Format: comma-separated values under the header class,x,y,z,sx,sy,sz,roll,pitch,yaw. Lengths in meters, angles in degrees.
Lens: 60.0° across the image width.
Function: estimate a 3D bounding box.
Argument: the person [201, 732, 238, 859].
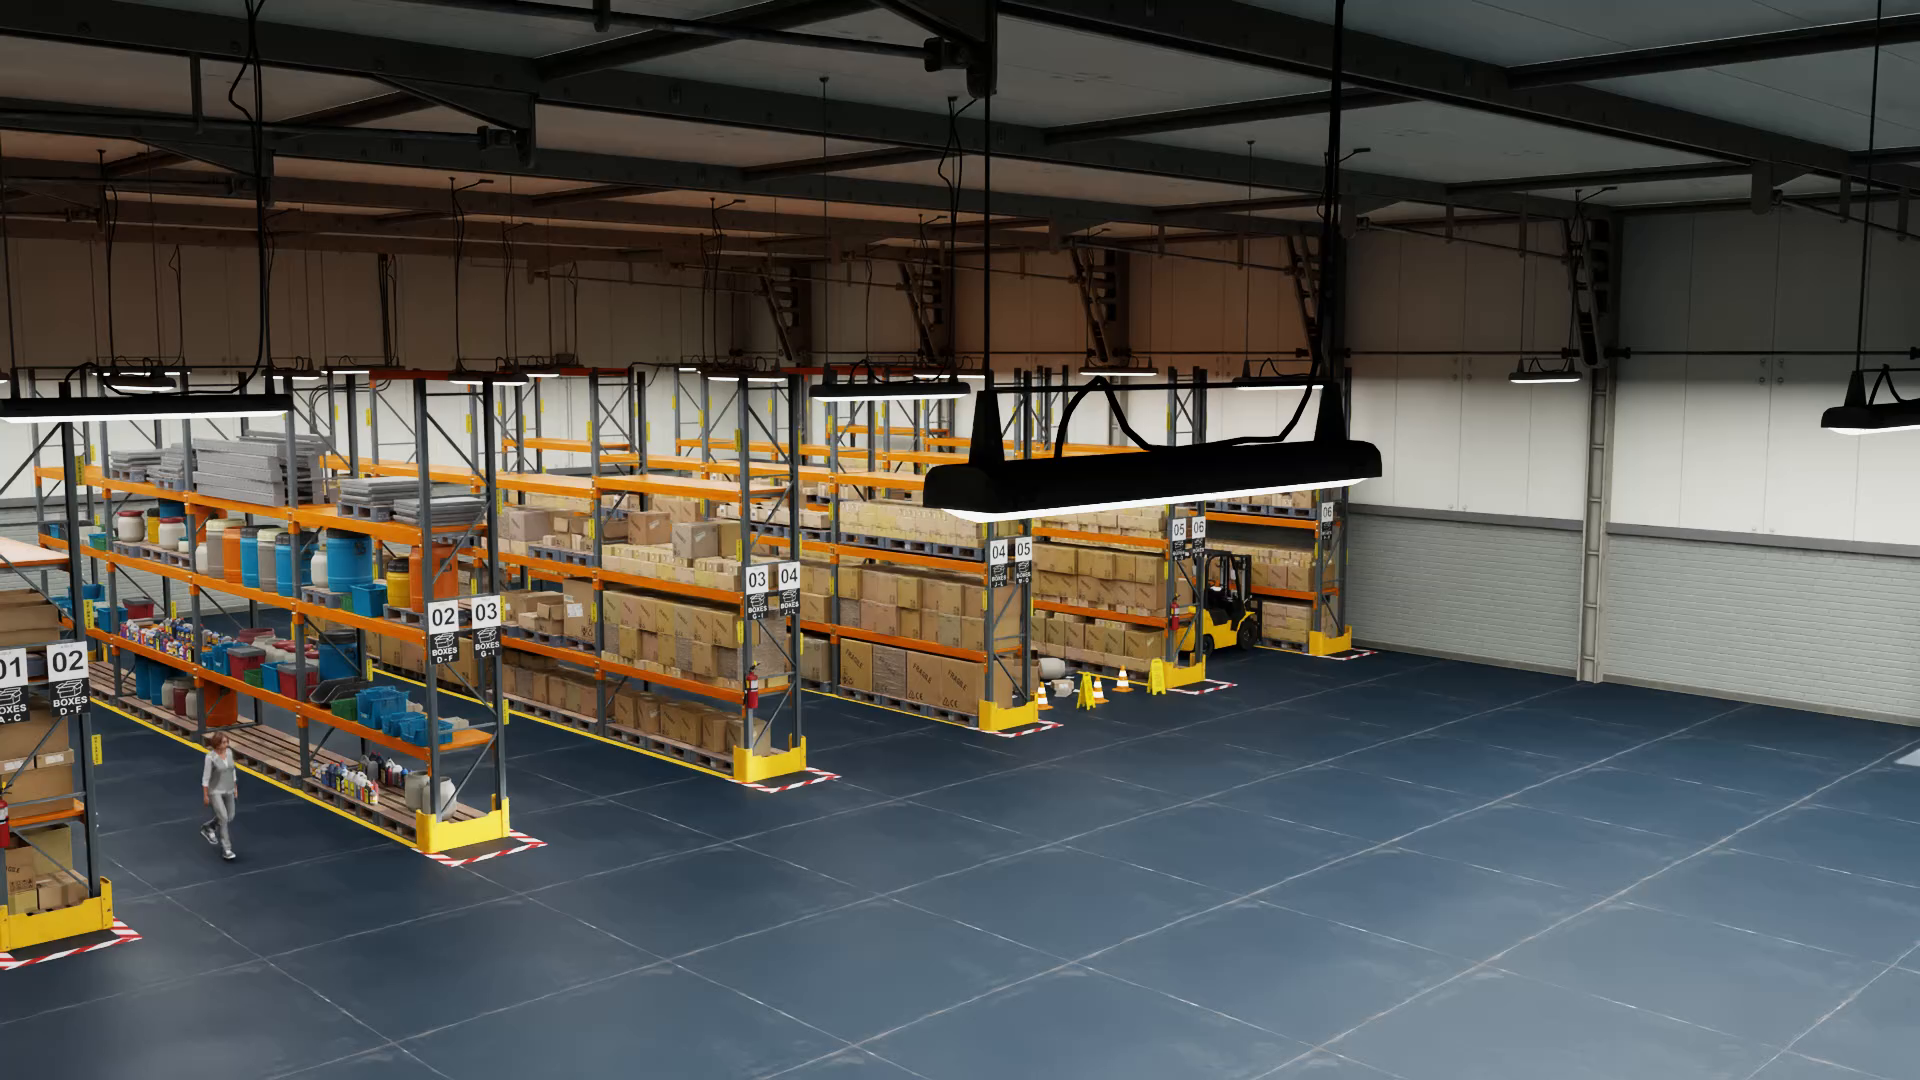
class,x,y,z,sx,sy,sz,roll,pitch,yaw
person,-9.354,3.183,20.997,0.840,1.557,0.454,4,7,29
